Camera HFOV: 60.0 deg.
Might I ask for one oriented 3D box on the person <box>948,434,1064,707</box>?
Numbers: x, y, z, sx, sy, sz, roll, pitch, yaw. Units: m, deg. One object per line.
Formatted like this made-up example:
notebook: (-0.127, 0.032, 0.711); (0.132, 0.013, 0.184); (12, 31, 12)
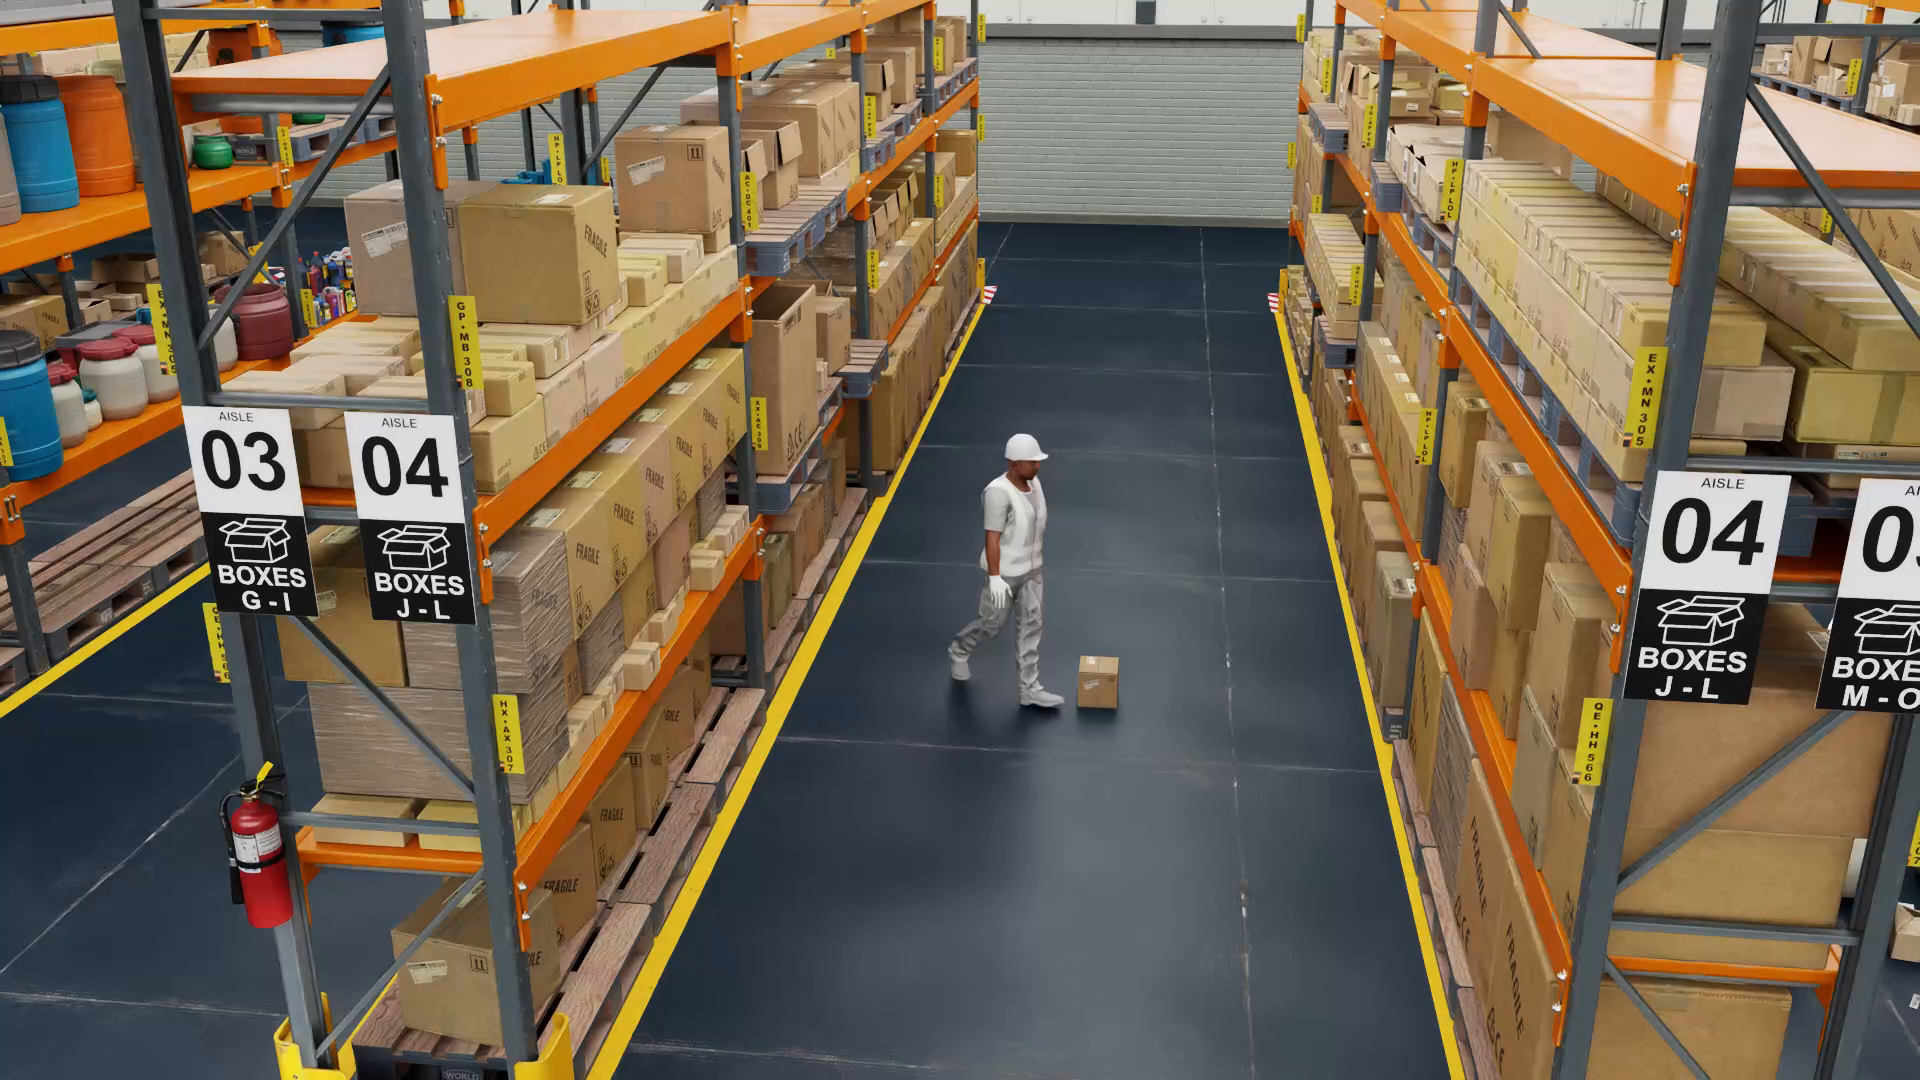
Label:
person: (0.289, 0.185, 10.580); (0.898, 1.770, 0.647); (15, 26, 35)
